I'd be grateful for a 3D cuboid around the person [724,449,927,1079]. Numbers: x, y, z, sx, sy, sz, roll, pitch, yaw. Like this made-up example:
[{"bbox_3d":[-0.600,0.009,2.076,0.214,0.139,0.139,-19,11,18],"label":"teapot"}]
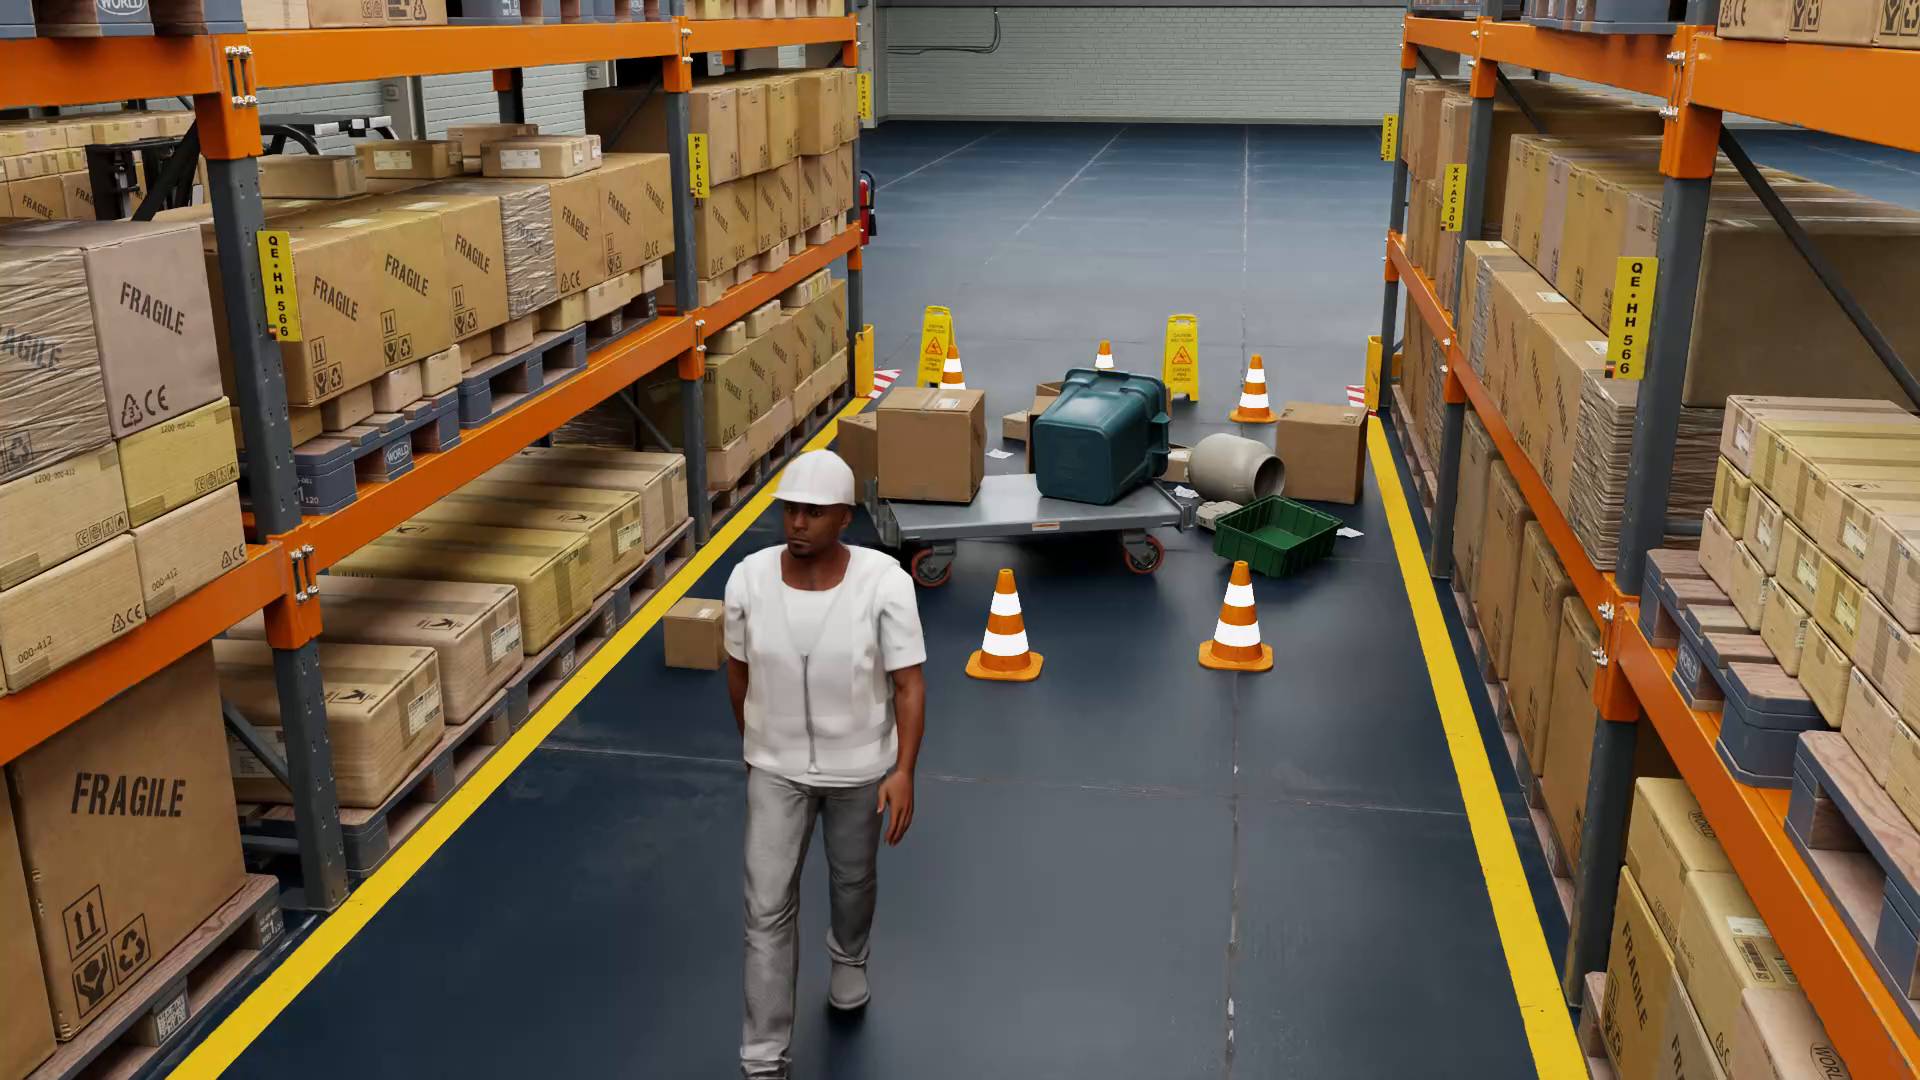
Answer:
[{"bbox_3d":[-0.380,0.634,4.488,0.571,1.736,0.928,1,18,3],"label":"person"}]
